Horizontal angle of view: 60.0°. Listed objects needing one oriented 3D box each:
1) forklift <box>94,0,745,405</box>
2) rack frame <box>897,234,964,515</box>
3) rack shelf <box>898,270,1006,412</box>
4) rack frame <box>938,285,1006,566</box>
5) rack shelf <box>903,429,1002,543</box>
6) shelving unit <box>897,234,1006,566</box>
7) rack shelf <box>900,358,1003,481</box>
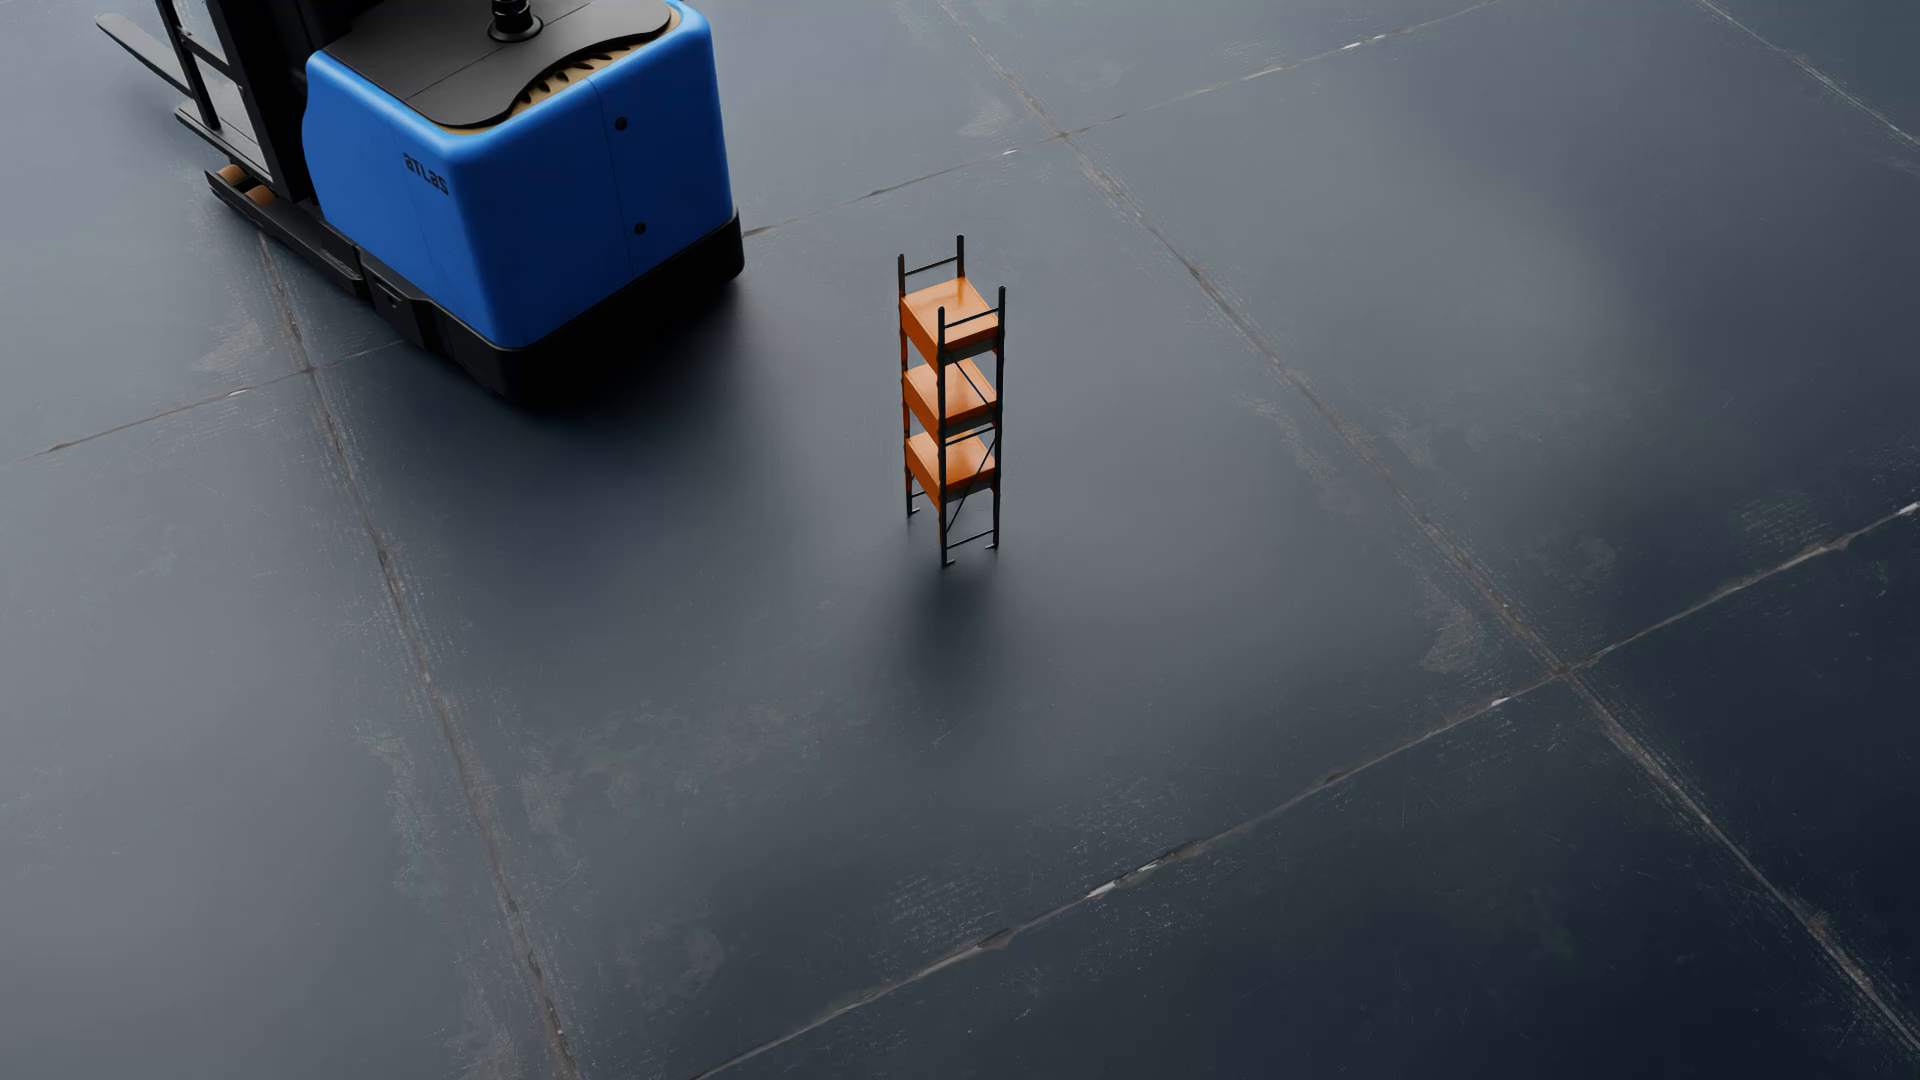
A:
[{"bbox_3d":[-2.213,-2.392,5.395,3.031,2.935,1.130,34,57,26],"label":"forklift"},{"bbox_3d":[-0.080,-0.463,4.958,0.200,1.050,0.008,-21,52,-18],"label":"rack frame"},{"bbox_3d":[-0.024,-0.561,4.681,0.215,0.259,0.240,-21,52,-18],"label":"rack shelf"},{"bbox_3d":[0.031,-0.300,4.815,0.200,1.050,0.008,-21,52,-18],"label":"rack frame"},{"bbox_3d":[-0.024,-0.192,5.103,0.215,0.259,0.240,-21,52,-18],"label":"rack shelf"},{"bbox_3d":[-0.024,-0.381,4.886,0.215,1.050,0.252,-21,52,-18],"label":"shelving unit"},{"bbox_3d":[-0.024,-0.374,4.894,0.215,0.259,0.240,-21,52,-18],"label":"rack shelf"}]
